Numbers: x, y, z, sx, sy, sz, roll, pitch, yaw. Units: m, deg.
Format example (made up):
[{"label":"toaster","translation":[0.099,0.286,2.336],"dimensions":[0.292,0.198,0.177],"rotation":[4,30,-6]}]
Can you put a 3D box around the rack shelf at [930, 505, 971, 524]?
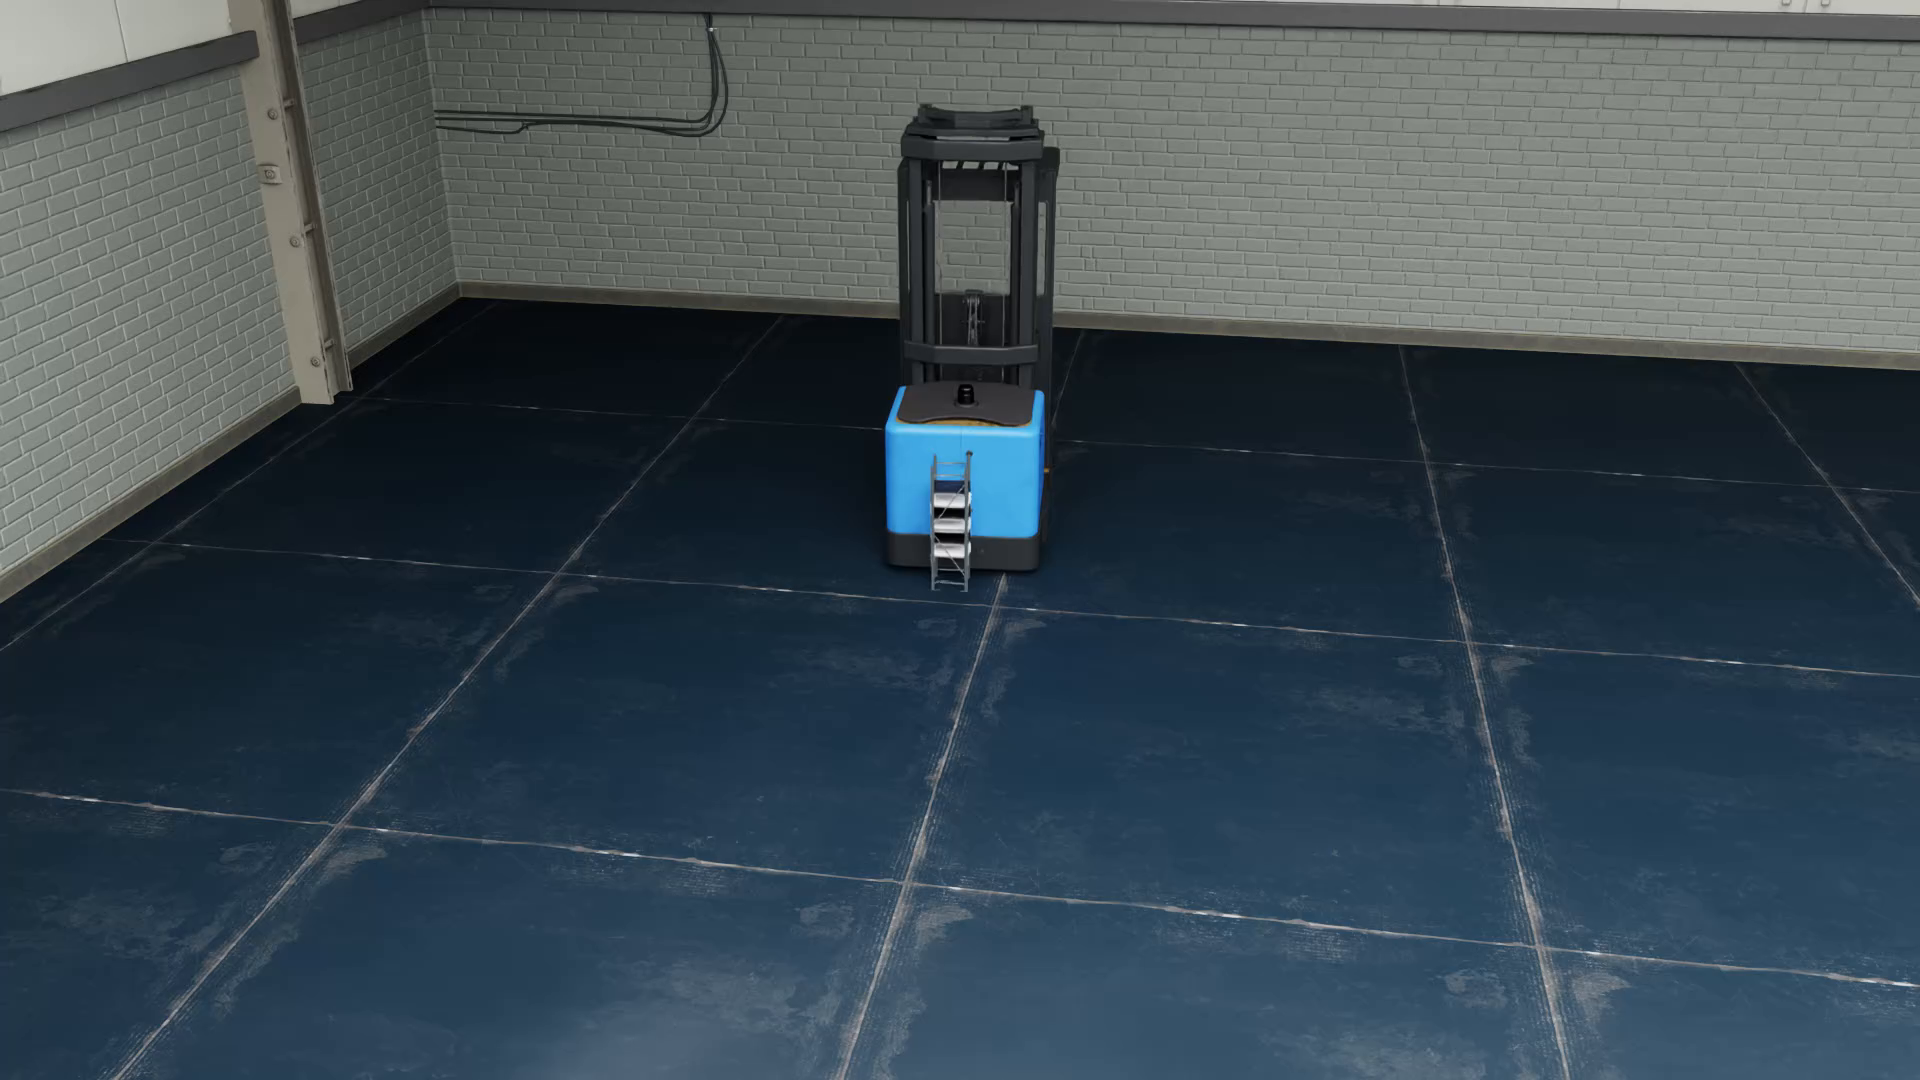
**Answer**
[{"label":"rack shelf","translation":[-0.061,-0.159,10.939],"dimensions":[0.258,0.077,0.200],"rotation":[2,25,5]}]

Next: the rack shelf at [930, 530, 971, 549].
[{"label":"rack shelf","translation":[-0.061,0.004,11.015],"dimensions":[0.258,0.077,0.200],"rotation":[2,25,5]}]

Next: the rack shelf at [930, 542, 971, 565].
[{"label":"rack shelf","translation":[-0.061,0.085,11.053],"dimensions":[0.258,0.077,0.200],"rotation":[2,25,5]}]

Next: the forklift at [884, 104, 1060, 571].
[{"label":"forklift","translation":[0.137,-1.711,11.992],"dimensions":[1.130,2.935,3.031],"rotation":[2,25,5]}]

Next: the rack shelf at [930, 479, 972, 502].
[{"label":"rack shelf","translation":[-0.061,-0.322,10.863],"dimensions":[0.258,0.077,0.200],"rotation":[2,25,5]}]

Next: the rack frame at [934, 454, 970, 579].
[{"label":"rack frame","translation":[-0.052,-0.151,11.055],"dimensions":[0.240,0.900,0.006],"rotation":[2,25,5]}]

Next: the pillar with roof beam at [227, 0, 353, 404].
[{"label":"pillar with roof beam","translation":[-1.273,-5.035,11.936],"dimensions":[9.100,9.000,0.400],"rotation":[4,25,9]}]

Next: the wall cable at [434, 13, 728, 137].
[{"label":"wall cable","translation":[-3.734,-5.067,15.668],"dimensions":[3.097,2.526,0.112],"rotation":[4,25,9]}]

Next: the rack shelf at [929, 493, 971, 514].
[{"label":"rack shelf","translation":[-0.061,-0.241,10.901],"dimensions":[0.258,0.077,0.200],"rotation":[2,25,5]}]

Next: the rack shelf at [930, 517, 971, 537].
[{"label":"rack shelf","translation":[-0.061,-0.078,10.977],"dimensions":[0.258,0.077,0.200],"rotation":[2,25,5]}]

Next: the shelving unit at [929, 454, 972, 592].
[{"label":"shelving unit","translation":[-0.061,-0.108,10.963],"dimensions":[0.258,0.900,0.210],"rotation":[2,25,5]}]

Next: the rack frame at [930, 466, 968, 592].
[{"label":"rack frame","translation":[-0.070,-0.065,10.871],"dimensions":[0.240,0.900,0.006],"rotation":[2,25,5]}]
